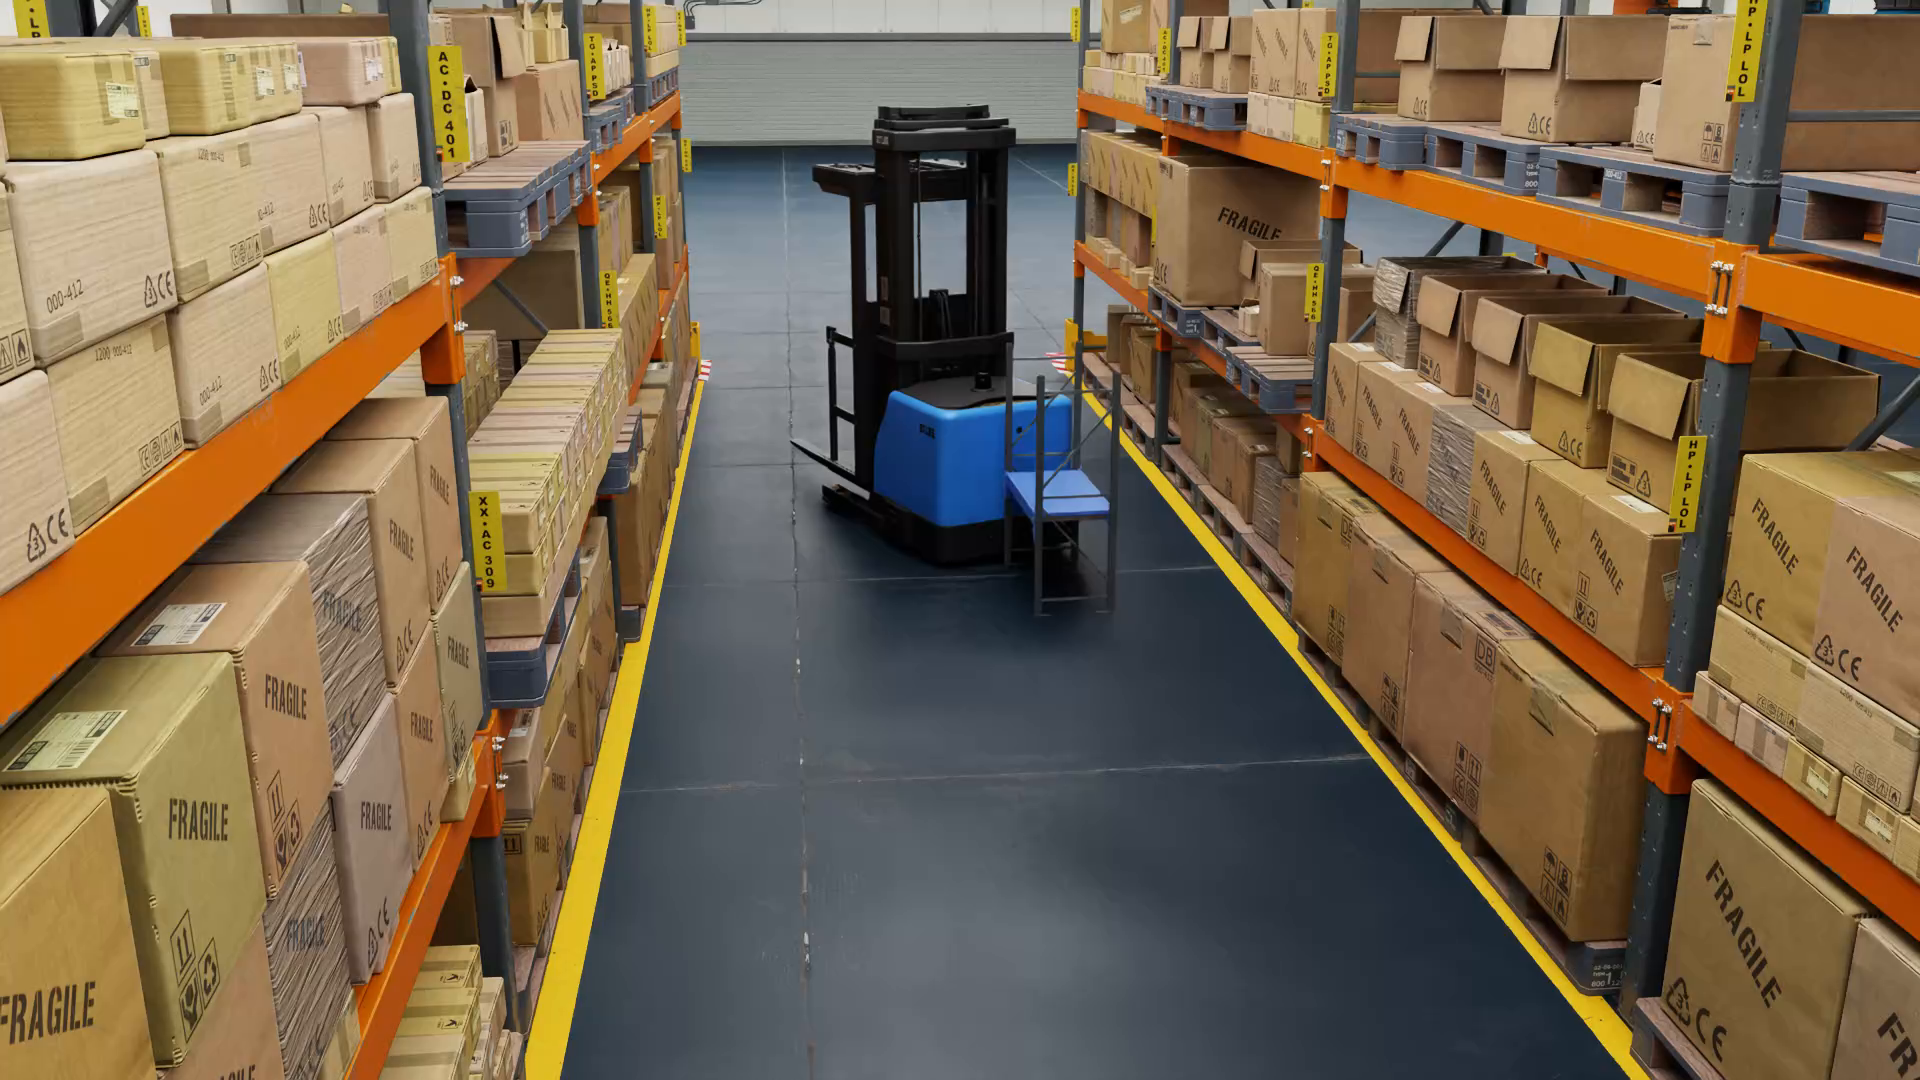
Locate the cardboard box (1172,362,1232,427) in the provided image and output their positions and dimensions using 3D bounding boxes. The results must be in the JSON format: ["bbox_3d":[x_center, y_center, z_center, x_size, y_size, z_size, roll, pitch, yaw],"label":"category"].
[{"bbox_3d":[2.096,-1.198,13.957,0.500,0.500,0.500,-2,18,-7],"label":"cardboard box"}]

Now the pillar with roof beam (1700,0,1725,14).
[{"bbox_3d":[11.260,-11.631,33.701,9.100,9.000,0.400,-2,18,-6],"label":"pillar with roof beam"}]

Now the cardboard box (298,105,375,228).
[{"bbox_3d":[-1.678,-0.876,3.868,0.500,0.250,0.500,-3,18,-8],"label":"cardboard box"}]

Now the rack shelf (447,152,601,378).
[{"bbox_3d":[-2.227,-1.247,6.834,1.077,0.370,4.000,-2,18,-6],"label":"rack shelf"}]

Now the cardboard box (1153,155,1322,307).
[{"bbox_3d":[2.041,-2.315,12.341,1.000,1.000,1.000,-2,18,-5],"label":"cardboard box"}]

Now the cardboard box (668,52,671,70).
[{"bbox_3d":[-2.757,-4.231,14.688,0.380,0.149,0.250,-2,18,-5],"label":"cardboard box"}]

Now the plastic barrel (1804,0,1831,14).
[{"bbox_3d":[7.028,-4.393,14.117,0.600,0.901,0.708,-2,18,-6],"label":"plastic barrel"}]

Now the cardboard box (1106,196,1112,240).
[{"bbox_3d":[1.886,-3.141,16.011,0.875,0.500,0.500,-2,18,-6],"label":"cardboard box"}]

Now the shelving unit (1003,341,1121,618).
[{"bbox_3d":[0.622,-0.407,10.471,0.538,1.500,1.048,-3,18,-8],"label":"shelving unit"}]

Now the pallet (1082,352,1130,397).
[{"bbox_3d":[1.742,-1.665,16.629,1.003,0.211,1.213,-2,18,-6],"label":"pallet"}]

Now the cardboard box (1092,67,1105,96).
[{"bbox_3d":[1.537,-4.316,15.659,0.500,0.250,0.500,-2,18,-7],"label":"cardboard box"}]

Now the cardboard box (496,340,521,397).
[{"bbox_3d":[-2.747,-0.928,9.460,0.500,0.500,0.500,-2,18,-6],"label":"cardboard box"}]

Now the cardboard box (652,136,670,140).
[{"bbox_3d":[-3.259,-3.613,16.125,0.875,0.550,0.550,-2,18,-6],"label":"cardboard box"}]

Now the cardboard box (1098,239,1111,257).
[{"bbox_3d":[1.542,-2.825,16.088,0.380,0.149,0.250,-2,18,-6],"label":"cardboard box"}]

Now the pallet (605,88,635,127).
[{"bbox_3d":[-2.702,-3.015,11.584,0.805,0.209,1.217,-2,18,-8],"label":"pallet"}]

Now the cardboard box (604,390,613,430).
[{"bbox_3d":[-1.845,-0.612,7.840,0.380,0.149,0.250,-2,18,-6],"label":"cardboard box"}]

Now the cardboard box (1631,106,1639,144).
[{"bbox_3d":[2.919,-1.646,6.623,0.380,0.149,0.250,-2,18,-8],"label":"cardboard box"}]

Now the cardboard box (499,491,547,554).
[{"bbox_3d":[-1.604,-0.059,5.582,0.380,0.149,0.250,-1,17,-3],"label":"cardboard box"}]

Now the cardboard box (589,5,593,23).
[{"bbox_3d":[-3.411,-4.590,14.502,0.380,0.149,0.250,-2,18,-6],"label":"cardboard box"}]

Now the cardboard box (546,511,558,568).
[{"bbox_3d":[-1.633,0.006,5.873,0.380,0.149,0.250,-2,18,-7],"label":"cardboard box"}]

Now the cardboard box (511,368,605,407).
[{"bbox_3d":[-1.826,-0.683,7.570,0.380,0.149,0.250,-2,18,-6],"label":"cardboard box"}]

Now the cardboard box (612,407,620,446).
[{"bbox_3d":[-1.875,-0.552,8.146,0.380,0.149,0.250,-1,17,-5],"label":"cardboard box"}]

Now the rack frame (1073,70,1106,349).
[{"bbox_3d":[1.685,-3.261,17.058,1.000,3.000,0.127,-2,18,-6],"label":"rack frame"}]

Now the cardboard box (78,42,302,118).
[{"bbox_3d":[-1.601,-0.956,3.458,0.380,0.149,0.250,-2,18,-8],"label":"cardboard box"}]

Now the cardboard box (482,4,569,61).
[{"bbox_3d":[-2.133,-2.486,8.136,0.396,0.266,0.258,-2,18,-6],"label":"cardboard box"}]

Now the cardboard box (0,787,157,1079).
[{"bbox_3d":[-1.449,0.670,2.203,0.500,0.500,0.500,-1,17,-4],"label":"cardboard box"}]

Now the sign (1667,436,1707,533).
[{"bbox_3d":[2.384,-0.181,5.446,0.100,0.325,0.005,-2,18,-6],"label":"sign"}]

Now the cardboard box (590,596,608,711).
[{"bbox_3d":[-2.056,0.580,8.293,0.500,0.500,0.500,-1,17,-3],"label":"cardboard box"}]

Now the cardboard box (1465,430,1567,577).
[{"bbox_3d":[2.498,-0.168,7.037,0.500,0.500,0.500,-2,18,-6],"label":"cardboard box"}]

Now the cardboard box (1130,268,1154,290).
[{"bbox_3d":[1.664,-2.227,14.182,0.380,0.149,0.250,-2,18,-6],"label":"cardboard box"}]

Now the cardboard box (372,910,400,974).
[{"bbox_3d":[-1.596,0.947,4.072,0.380,0.149,0.250,-3,18,-8],"label":"cardboard box"}]

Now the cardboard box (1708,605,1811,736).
[{"bbox_3d":[2.711,0.391,5.176,0.500,0.250,0.500,-2,18,-7],"label":"cardboard box"}]

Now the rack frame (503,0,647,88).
[{"bbox_3d":[-2.846,-4.809,11.971,1.000,3.000,0.127,-2,18,-6],"label":"rack frame"}]

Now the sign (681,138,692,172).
[{"bbox_3d":[-2.717,-3.816,16.497,0.100,0.325,0.005,-2,18,-6],"label":"sign"}]

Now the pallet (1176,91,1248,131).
[{"bbox_3d":[2.166,-2.915,11.260,1.213,0.211,1.003,-2,18,-6],"label":"pallet"}]

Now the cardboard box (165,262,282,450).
[{"bbox_3d":[-1.559,-0.337,2.985,0.500,0.250,0.500,-2,18,-6],"label":"cardboard box"}]

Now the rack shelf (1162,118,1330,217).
[{"bbox_3d":[2.304,-2.562,11.022,1.077,0.370,4.000,-2,18,-6],"label":"rack shelf"}]

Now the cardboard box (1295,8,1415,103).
[{"bbox_3d":[2.212,-2.730,9.355,0.500,0.500,0.500,-1,17,-4],"label":"cardboard box"}]

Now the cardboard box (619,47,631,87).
[{"bbox_3d":[-2.500,-3.193,11.215,0.500,0.250,0.500,-2,18,-6],"label":"cardboard box"}]

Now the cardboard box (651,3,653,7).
[{"bbox_3d":[-2.573,-4.081,12.882,0.380,0.149,0.250,-2,18,-6],"label":"cardboard box"}]

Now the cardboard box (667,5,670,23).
[{"bbox_3d":[-2.783,-4.686,14.807,0.380,0.149,0.250,-2,18,-5],"label":"cardboard box"}]

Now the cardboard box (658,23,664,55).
[{"bbox_3d":[-2.724,-4.151,13.769,0.500,0.250,0.500,-2,18,-6],"label":"cardboard box"}]

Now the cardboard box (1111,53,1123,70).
[{"bbox_3d":[1.584,-4.333,15.049,0.380,0.149,0.250,-3,18,-8],"label":"cardboard box"}]

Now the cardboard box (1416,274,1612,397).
[{"bbox_3d":[2.634,-0.992,7.986,0.797,0.503,0.637,-1,17,-4],"label":"cardboard box"}]

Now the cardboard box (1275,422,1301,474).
[{"bbox_3d":[2.347,-0.609,10.797,0.500,0.250,0.500,0,17,1],"label":"cardboard box"}]

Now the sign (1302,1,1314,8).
[{"bbox_3d":[2.650,-3.954,12.734,0.100,0.325,0.005,-2,18,-6],"label":"sign"}]

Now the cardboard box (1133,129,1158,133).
[{"bbox_3d":[1.988,-3.772,16.351,0.500,0.500,0.500,-2,18,-6],"label":"cardboard box"}]

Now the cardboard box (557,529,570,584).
[{"bbox_3d":[-1.660,0.068,6.172,0.380,0.149,0.250,-2,18,-5],"label":"cardboard box"}]

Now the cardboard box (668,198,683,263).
[{"bbox_3d":[-3.097,-2.938,15.776,0.875,0.550,0.550,-2,18,-6],"label":"cardboard box"}]

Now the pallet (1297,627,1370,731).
[{"bbox_3d":[2.517,0.690,9.128,1.003,0.211,1.213,-2,18,-6],"label":"pallet"}]

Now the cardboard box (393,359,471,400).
[{"bbox_3d":[-2.501,-0.743,7.762,0.380,0.149,0.250,-3,18,-8],"label":"cardboard box"}]

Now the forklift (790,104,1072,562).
[{"bbox_3d":[-0.373,-1.649,12.036,1.130,2.935,3.031,-9,20,-27],"label":"forklift"}]

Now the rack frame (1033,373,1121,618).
[{"bbox_3d":[0.700,-0.257,9.992,0.500,1.500,0.032,-3,18,-8],"label":"rack frame"}]

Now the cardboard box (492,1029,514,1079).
[{"bbox_3d":[-1.642,1.703,5.303,0.380,0.149,0.250,-2,17,-5],"label":"cardboard box"}]

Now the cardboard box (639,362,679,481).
[{"bbox_3d":[-2.693,-0.891,12.563,1.050,0.750,0.750,-2,18,-6],"label":"cardboard box"}]

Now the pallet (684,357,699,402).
[{"bbox_3d":[-3.098,-1.572,16.332,1.003,0.211,1.213,-2,18,-6],"label":"pallet"}]

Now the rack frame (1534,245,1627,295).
[{"bbox_3d":[6.612,-3.414,17.545,1.000,3.000,0.127,-2,18,-6],"label":"rack frame"}]

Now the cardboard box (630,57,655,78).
[{"bbox_3d":[-2.545,-3.625,12.759,0.380,0.149,0.250,-2,18,-7],"label":"cardboard box"}]
